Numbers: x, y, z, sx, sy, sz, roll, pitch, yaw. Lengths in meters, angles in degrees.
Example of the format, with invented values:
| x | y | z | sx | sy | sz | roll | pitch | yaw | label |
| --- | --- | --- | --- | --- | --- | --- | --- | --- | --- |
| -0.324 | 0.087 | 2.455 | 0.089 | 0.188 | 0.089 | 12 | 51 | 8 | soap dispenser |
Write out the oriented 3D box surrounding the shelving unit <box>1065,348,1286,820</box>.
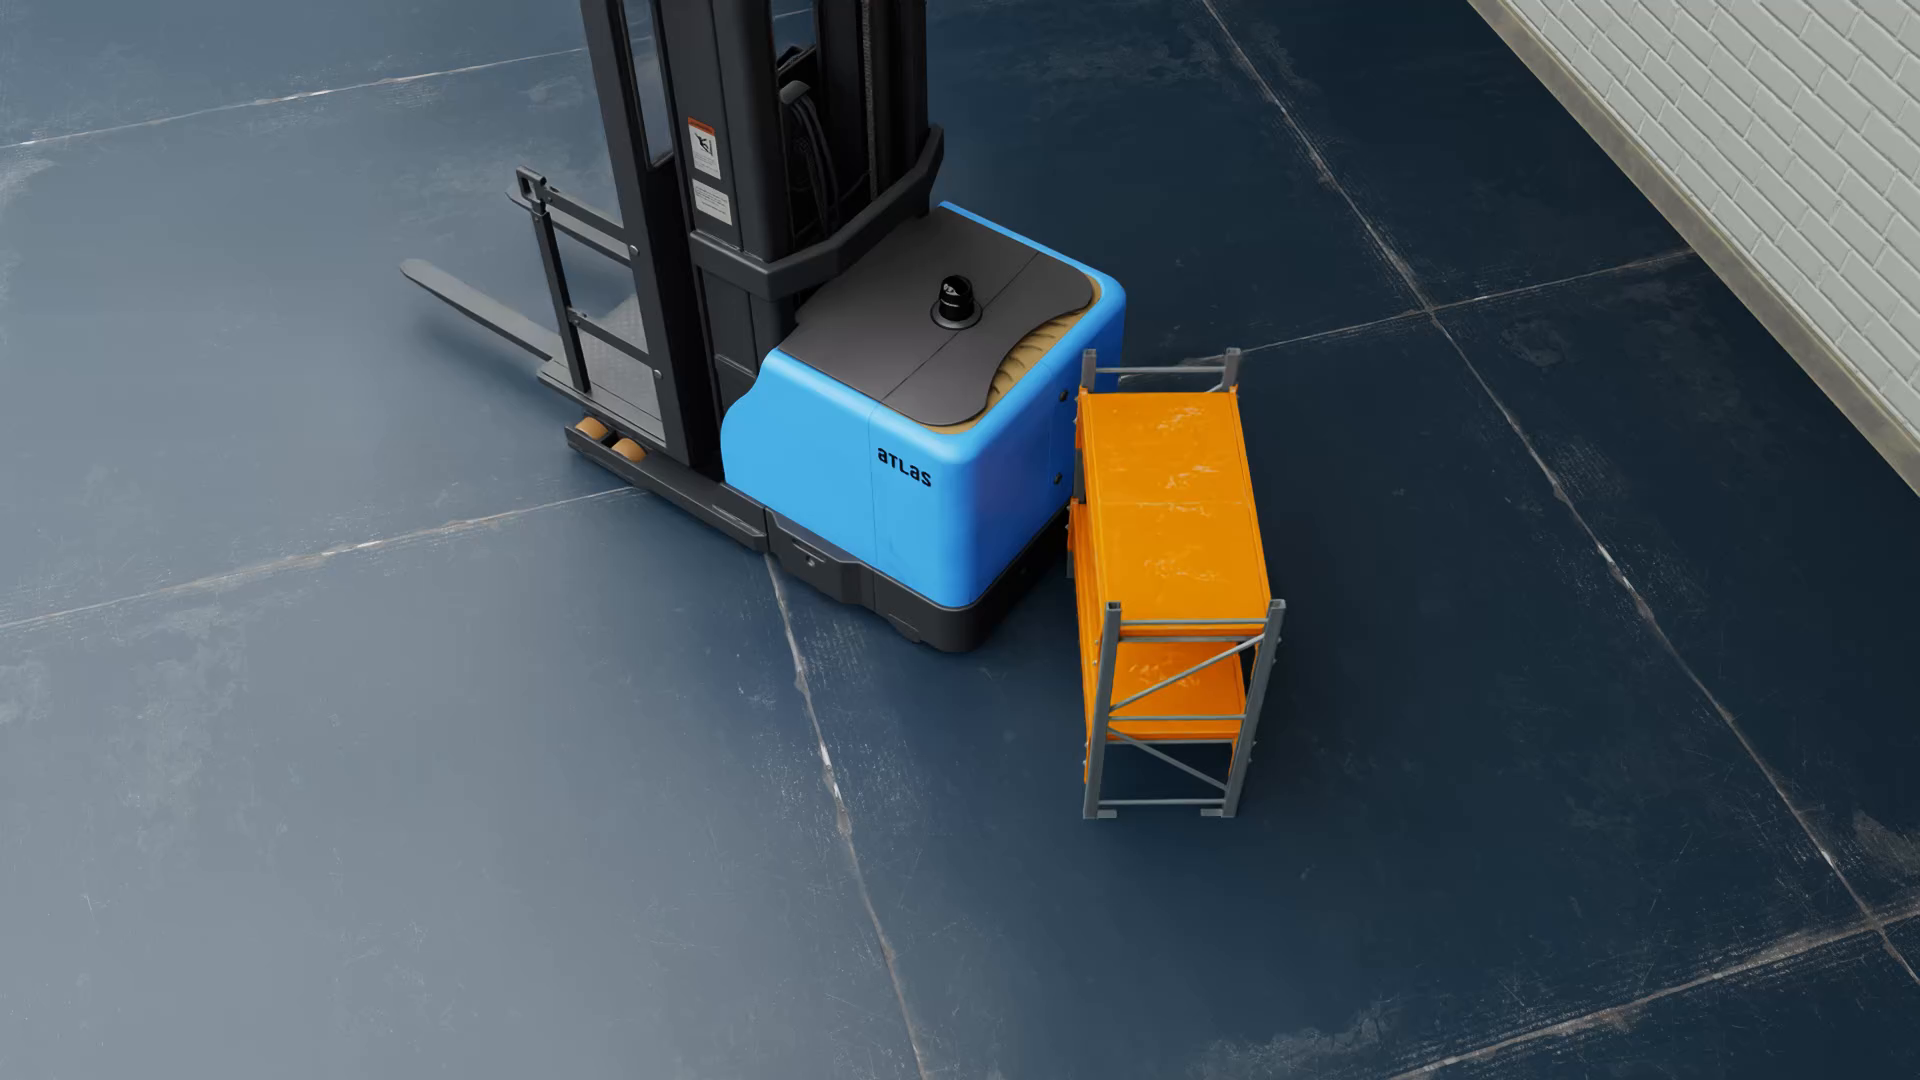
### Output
| x | y | z | sx | sy | sz | roll | pitch | yaw | label |
| --- | --- | --- | --- | --- | --- | --- | --- | --- | --- |
| 0.649 | 0.154 | 5.384 | 0.538 | 1.125 | 1.048 | -1 | 50 | -1 | shelving unit |

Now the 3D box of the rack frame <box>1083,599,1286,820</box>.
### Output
| x | y | z | sx | sy | sz | roll | pitch | yaw | label |
| --- | --- | --- | --- | --- | --- | --- | --- | --- | --- |
| 0.657 | 0.543 | 5.057 | 0.500 | 1.125 | 0.032 | -1 | 50 | -1 | rack frame |

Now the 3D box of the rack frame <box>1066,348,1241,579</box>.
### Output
| x | y | z | sx | sy | sz | roll | pitch | yaw | label |
| --- | --- | --- | --- | --- | --- | --- | --- | --- | --- |
| 0.642 | -0.234 | 5.712 | 0.500 | 1.125 | 0.032 | -1 | 50 | -1 | rack frame |

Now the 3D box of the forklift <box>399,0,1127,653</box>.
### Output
| x | y | z | sx | sy | sz | roll | pitch | yaw | label |
| --- | --- | --- | --- | --- | --- | --- | --- | --- | --- |
| -0.916 | -1.473 | 5.574 | 3.031 | 2.935 | 1.130 | 29 | 56 | 22 | forklift |

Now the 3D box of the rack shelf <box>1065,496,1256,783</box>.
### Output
| x | y | z | sx | sy | sz | roll | pitch | yaw | label |
| --- | --- | --- | --- | --- | --- | --- | --- | --- | --- |
| 0.649 | 0.312 | 5.571 | 0.538 | 0.278 | 1.000 | -1 | 50 | -1 | rack shelf |

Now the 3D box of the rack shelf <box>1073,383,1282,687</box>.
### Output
| x | y | z | sx | sy | sz | roll | pitch | yaw | label |
| --- | --- | --- | --- | --- | --- | --- | --- | --- | --- |
| 0.649 | -0.034 | 5.160 | 0.538 | 0.278 | 1.000 | -1 | 50 | -1 | rack shelf |
